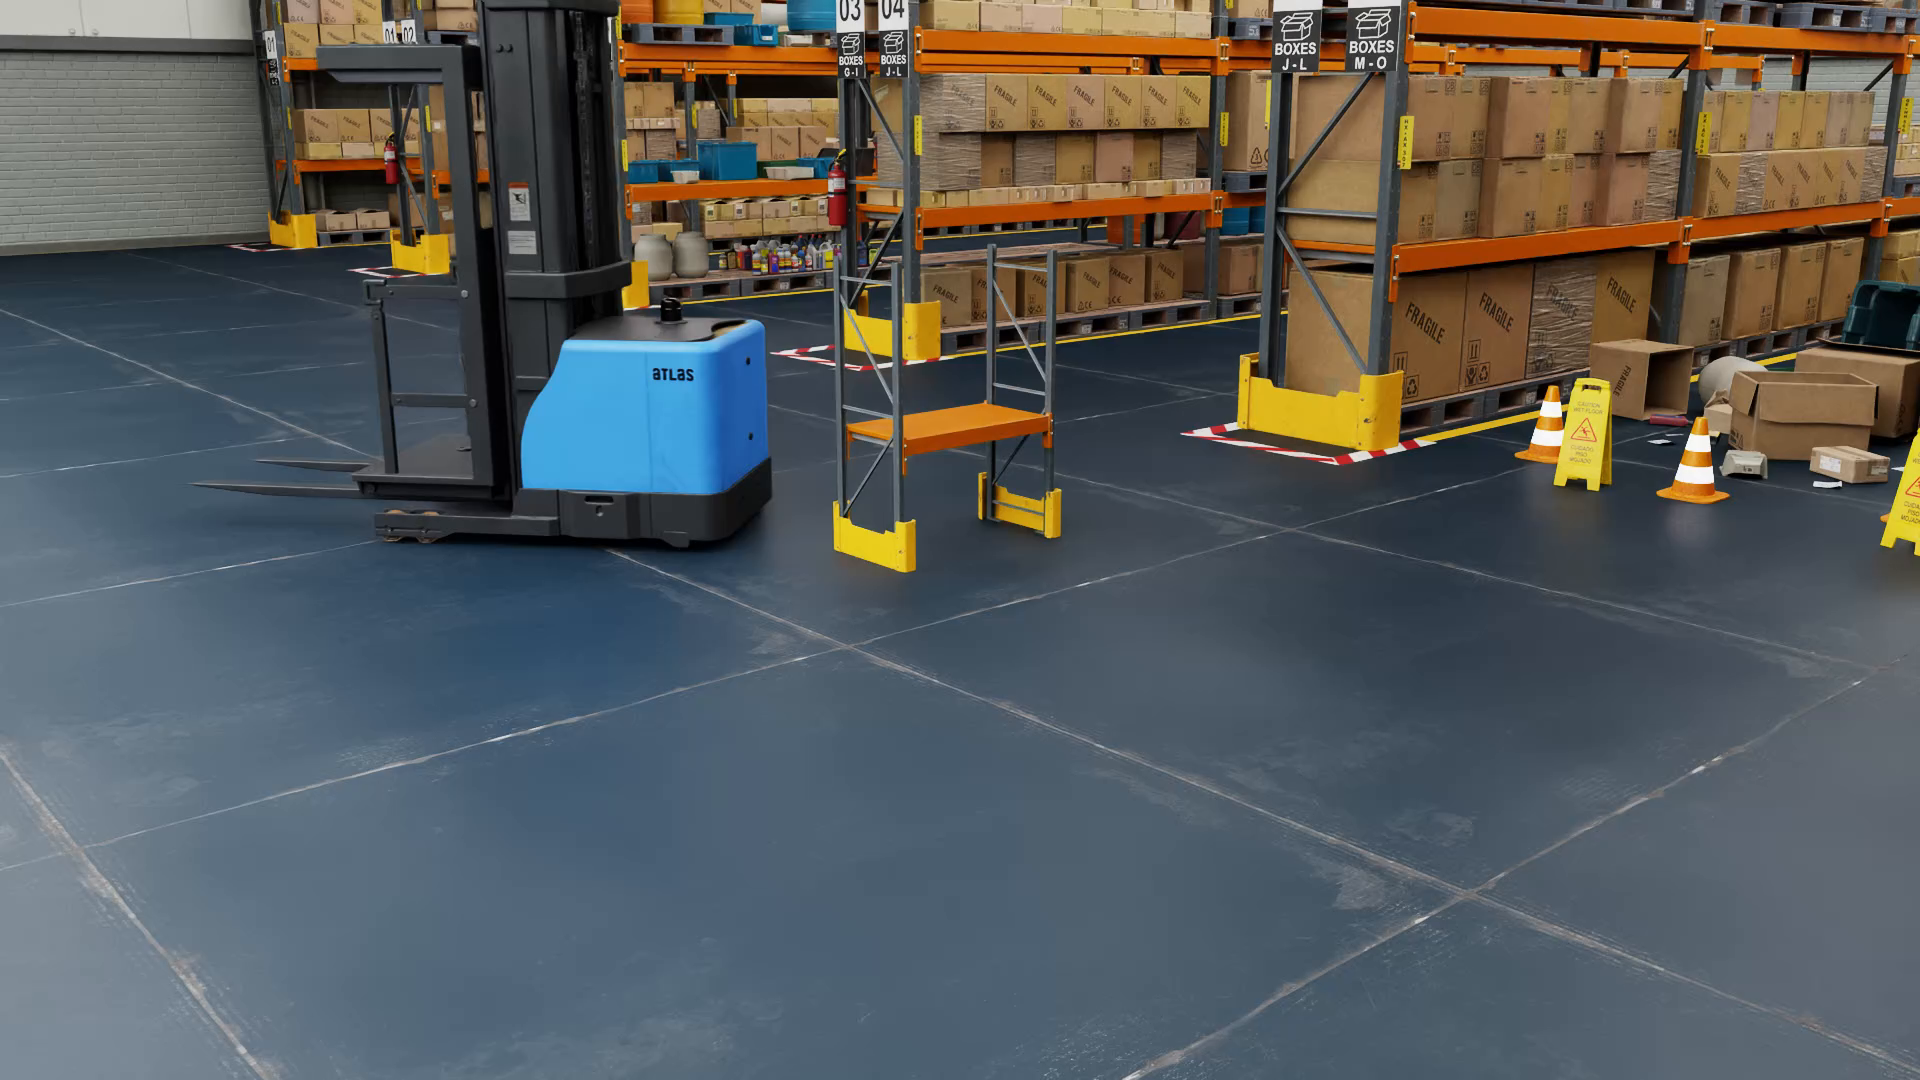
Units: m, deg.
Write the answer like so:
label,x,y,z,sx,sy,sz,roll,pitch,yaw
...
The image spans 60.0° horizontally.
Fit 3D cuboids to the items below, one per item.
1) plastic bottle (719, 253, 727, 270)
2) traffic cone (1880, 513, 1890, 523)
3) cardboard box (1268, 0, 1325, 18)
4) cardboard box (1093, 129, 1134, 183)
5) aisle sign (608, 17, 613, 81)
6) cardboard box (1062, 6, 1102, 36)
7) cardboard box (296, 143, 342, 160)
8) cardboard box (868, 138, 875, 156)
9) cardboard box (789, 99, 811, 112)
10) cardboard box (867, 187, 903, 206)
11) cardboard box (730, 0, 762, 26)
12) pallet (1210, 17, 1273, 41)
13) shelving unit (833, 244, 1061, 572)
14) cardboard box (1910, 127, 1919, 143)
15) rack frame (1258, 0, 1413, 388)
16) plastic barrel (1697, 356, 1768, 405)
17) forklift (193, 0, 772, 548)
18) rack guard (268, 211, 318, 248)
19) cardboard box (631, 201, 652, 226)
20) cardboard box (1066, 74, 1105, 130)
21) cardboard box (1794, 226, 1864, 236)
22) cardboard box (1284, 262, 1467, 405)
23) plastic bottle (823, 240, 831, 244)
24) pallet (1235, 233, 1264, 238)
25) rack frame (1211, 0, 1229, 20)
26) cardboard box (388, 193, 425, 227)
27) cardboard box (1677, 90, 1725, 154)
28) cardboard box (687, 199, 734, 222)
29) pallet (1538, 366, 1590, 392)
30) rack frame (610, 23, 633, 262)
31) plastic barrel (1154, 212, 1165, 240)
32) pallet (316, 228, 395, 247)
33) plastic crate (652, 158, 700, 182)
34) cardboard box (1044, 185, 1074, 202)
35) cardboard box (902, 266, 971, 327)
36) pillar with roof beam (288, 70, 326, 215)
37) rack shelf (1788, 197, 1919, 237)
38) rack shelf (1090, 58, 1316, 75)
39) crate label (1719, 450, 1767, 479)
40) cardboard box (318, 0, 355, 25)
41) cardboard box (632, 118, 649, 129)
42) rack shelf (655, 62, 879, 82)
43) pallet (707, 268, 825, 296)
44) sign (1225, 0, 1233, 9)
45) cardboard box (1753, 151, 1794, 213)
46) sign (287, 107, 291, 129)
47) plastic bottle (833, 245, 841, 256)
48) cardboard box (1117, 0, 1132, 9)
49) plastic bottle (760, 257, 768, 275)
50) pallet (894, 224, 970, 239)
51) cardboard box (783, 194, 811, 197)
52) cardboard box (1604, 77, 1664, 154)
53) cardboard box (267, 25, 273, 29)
label,x,y,z,sx,sy,sz,roll,pitch,yaw
plastic bottle,-2.870,-3.375,20.143,0.097,0.201,0.097,0,15,0
traffic cone,5.266,-0.323,9.062,0.334,0.463,0.336,-13,19,-39
cardboard box,3.431,-5.753,17.651,0.637,0.503,0.797,-12,19,-37
cardboard box,1.210,-3.777,16.308,0.500,0.500,0.875,-13,19,-39
aisle sign,-3.830,-5.305,17.760,0.004,0.787,0.394,-13,19,-39
cardboard box,0.967,-4.823,15.470,0.500,0.250,0.500,-12,19,-38
cardboard box,-9.895,-6.005,25.670,0.500,0.250,0.500,-13,20,-41
cardboard box,-1.485,-6.342,26.853,0.500,0.311,0.500,-11,19,-36
cardboard box,-3.145,-8.169,31.259,0.500,0.250,0.500,-12,19,-39
cardboard box,-0.637,-3.121,15.108,0.250,0.149,0.380,-13,19,-39
cardboard box,-3.293,-7.900,24.725,0.500,0.500,0.500,-10,18,-34
pallet,2.837,-5.274,17.232,1.003,0.211,1.213,-13,19,-39
shelving unit,-0.058,-0.712,8.508,1.083,1.500,0.587,-13,19,-39
cardboard box,9.363,-4.023,16.517,0.250,0.149,0.380,-13,20,-40
rack frame,2.463,-2.171,11.065,0.127,3.000,1.000,-13,19,-39
plastic barrel,5.632,-1.113,12.097,0.421,0.421,0.512,0,15,-1
forklift,-2.618,-1.531,8.801,3.031,2.935,1.130,2,15,8
rack guard,-10.414,-4.852,25.946,0.348,0.500,1.175,-13,19,-39
cardboard box,-4.790,-4.794,23.945,0.500,0.500,0.500,-13,19,-39
cardboard box,1.009,-4.123,15.666,0.500,0.500,0.500,-13,19,-39
cardboard box,8.842,-3.051,16.935,0.500,0.250,0.500,-13,20,-41
cardboard box,2.931,-1.475,11.764,0.875,0.875,0.875,-13,19,-39
plastic bottle,-1.704,-3.664,21.078,0.135,0.276,0.152,-12,19,-37
pallet,4.475,-4.681,25.866,1.213,0.211,1.003,-13,19,-39
rack frame,2.301,-6.730,16.507,0.127,3.000,1.000,-13,19,-39
cardboard box,-8.874,-5.362,27.004,0.500,0.500,0.700,-14,21,-43
cardboard box,5.851,-3.465,13.779,0.500,0.500,0.700,-13,20,-40
cardboard box,-3.724,-4.927,24.812,0.500,0.311,0.500,-13,19,-39
pallet,4.856,-1.388,13.537,1.213,0.211,1.003,-13,19,-39
rack frame,-3.968,-4.118,18.354,0.127,3.000,1.000,-13,19,-39
plastic barrel,2.792,-4.673,24.441,0.421,0.512,0.421,0,15,0
pallet,-9.778,-4.843,26.472,1.213,0.211,1.003,-13,19,-39
plastic crate,-3.293,-4.298,19.317,0.408,0.251,0.499,-13,19,-39
cardboard box,0.850,-3.269,15.664,0.250,0.149,0.380,-13,19,-39
cardboard box,-0.234,-2.252,15.397,0.500,0.500,0.500,-9,17,-29
pillar with roof beam,-7.685,-8.394,22.737,0.400,9.000,9.100,-13,19,-39
rack shelf,10.007,-3.518,17.500,4.000,0.370,1.077,-13,19,-39
rack shelf,3.576,-6.914,24.402,4.000,0.370,1.077,-13,19,-39
crate label,4.834,-0.469,10.241,0.250,0.136,0.298,5,16,18
cardboard box,-9.610,-8.130,25.392,0.500,0.500,0.500,-13,20,-40
cardboard box,-4.647,-5.948,23.755,0.250,0.149,0.380,-13,20,-41
rack shelf,-2.690,-7.201,25.478,4.000,0.370,1.077,-13,19,-39
pallet,-2.405,-3.135,20.078,1.213,0.211,1.003,-13,19,-39
sign,2.663,-5.426,16.437,0.005,0.325,0.100,-13,19,-39
cardboard box,6.813,-3.104,14.363,0.500,0.500,0.500,-13,20,-40
sign,-10.115,-6.359,25.068,0.005,0.325,0.100,-13,19,-39
plastic bottle,-1.487,-3.462,20.311,0.133,0.283,0.061,-11,19,-36
cardboard box,1.417,-5.121,15.816,0.250,0.149,0.380,-12,19,-37
plastic bottle,-2.317,-3.243,19.647,0.097,0.201,0.097,0,15,0
pallet,-0.594,-5.210,27.846,1.213,0.211,1.003,-13,19,-39
cardboard box,-2.546,-5.375,26.489,0.500,0.311,0.500,-13,20,-41
cardboard box,4.841,-3.271,12.801,0.550,0.550,0.875,-13,19,-39
cardboard box,-10.323,-7.674,25.621,0.500,0.500,0.500,-11,18,-35
